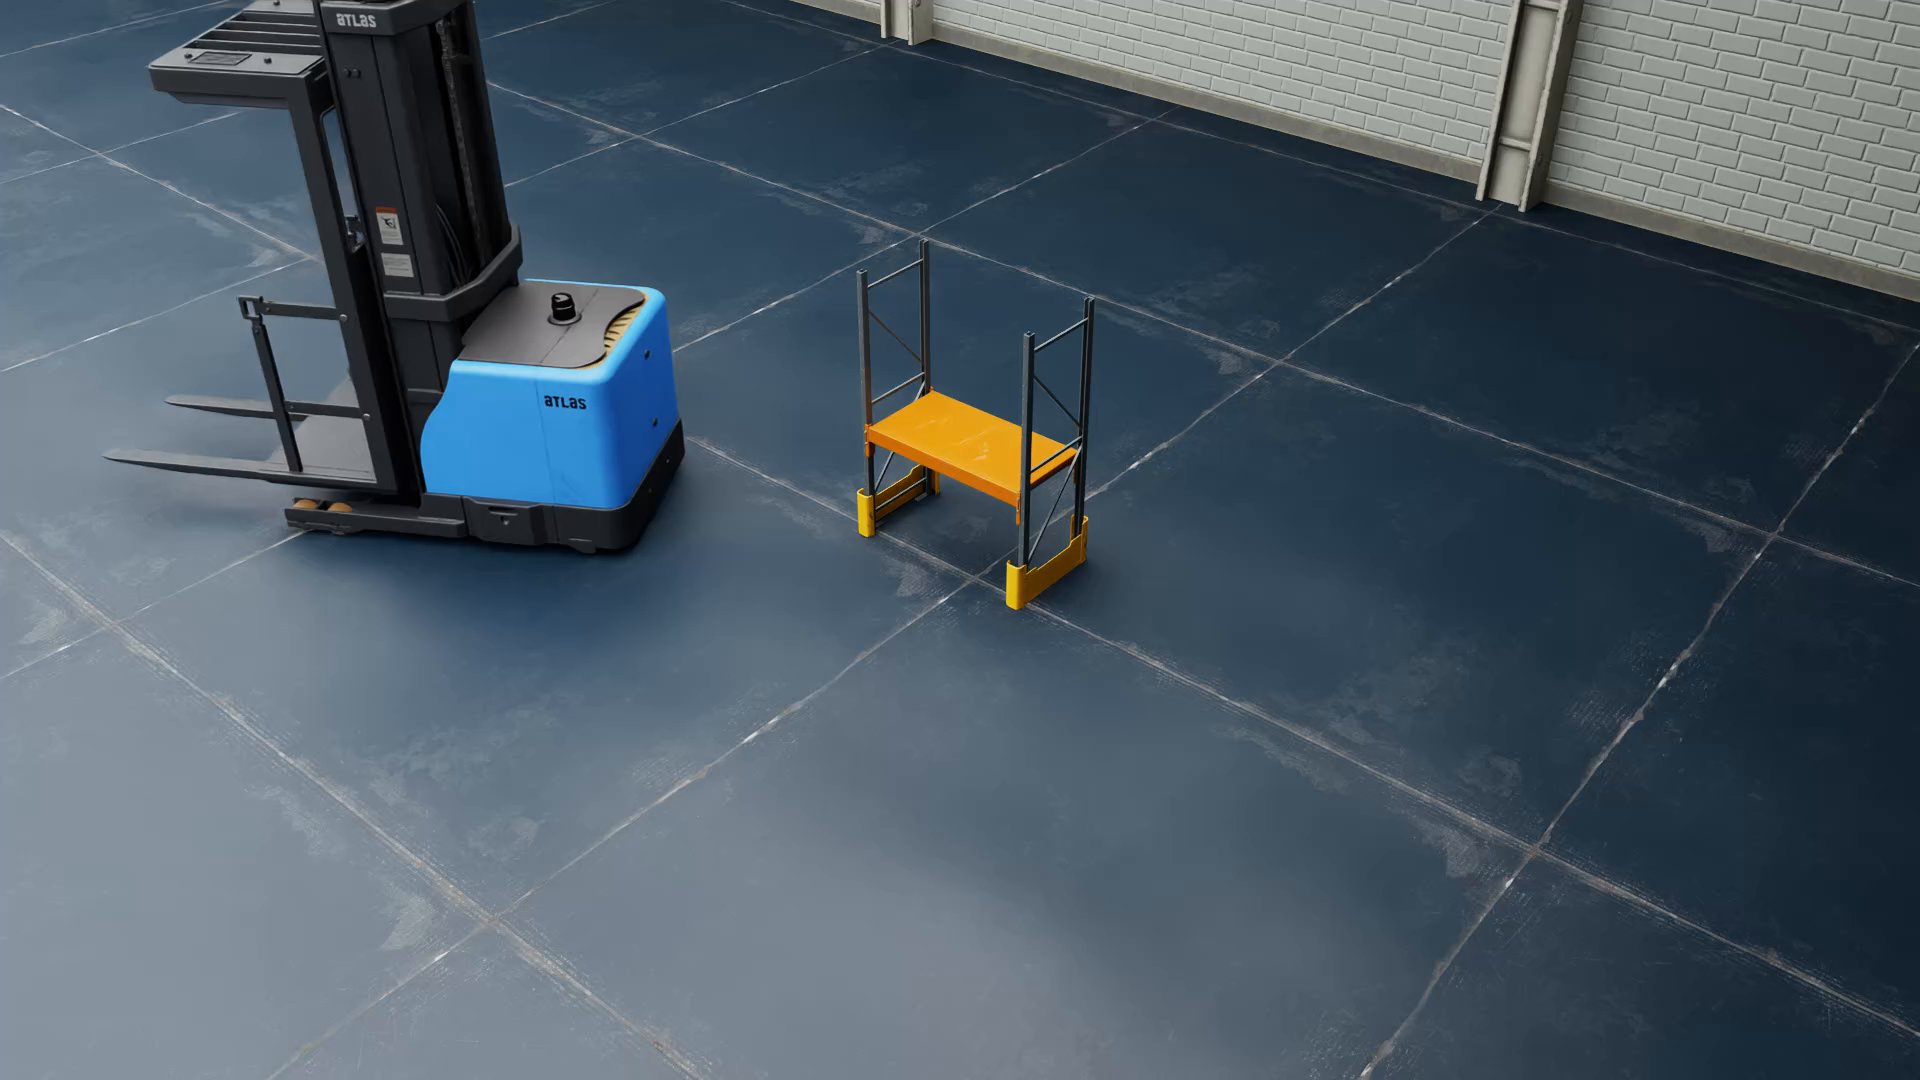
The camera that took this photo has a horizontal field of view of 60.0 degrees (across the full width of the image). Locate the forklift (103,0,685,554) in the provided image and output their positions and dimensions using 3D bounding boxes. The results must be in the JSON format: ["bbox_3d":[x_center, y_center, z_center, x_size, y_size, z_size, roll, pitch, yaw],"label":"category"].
[{"bbox_3d":[-3.106,-1.525,8.381,3.031,2.935,1.130,5,35,8],"label":"forklift"}]

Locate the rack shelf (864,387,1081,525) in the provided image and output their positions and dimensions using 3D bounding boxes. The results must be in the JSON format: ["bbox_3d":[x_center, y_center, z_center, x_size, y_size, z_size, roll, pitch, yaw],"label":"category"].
[{"bbox_3d":[0.066,-0.439,8.382,1.000,0.185,0.538,25,42,32],"label":"rack shelf"}]

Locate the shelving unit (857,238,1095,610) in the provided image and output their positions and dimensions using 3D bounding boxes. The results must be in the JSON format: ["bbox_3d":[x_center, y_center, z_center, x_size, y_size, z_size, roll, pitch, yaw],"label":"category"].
[{"bbox_3d":[0.059,-0.591,8.285,1.083,1.500,0.587,25,42,32],"label":"shelving unit"}]

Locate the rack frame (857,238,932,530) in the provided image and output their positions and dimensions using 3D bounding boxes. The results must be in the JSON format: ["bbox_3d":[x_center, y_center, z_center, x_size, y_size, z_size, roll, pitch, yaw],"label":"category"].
[{"bbox_3d":[-0.325,-0.771,8.549,0.032,1.500,0.500,25,42,32],"label":"rack frame"}]

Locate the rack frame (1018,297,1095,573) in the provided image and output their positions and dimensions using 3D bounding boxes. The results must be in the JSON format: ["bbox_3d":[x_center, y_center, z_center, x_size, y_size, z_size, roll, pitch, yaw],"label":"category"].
[{"bbox_3d":[0.456,-0.403,8.012,0.032,1.500,0.500,25,42,32],"label":"rack frame"}]

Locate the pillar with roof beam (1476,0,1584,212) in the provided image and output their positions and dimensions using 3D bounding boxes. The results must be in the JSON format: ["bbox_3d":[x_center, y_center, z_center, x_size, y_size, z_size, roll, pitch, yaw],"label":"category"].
[{"bbox_3d":[1.362,-4.392,7.196,0.400,9.000,9.100,25,42,32],"label":"pillar with roof beam"}]

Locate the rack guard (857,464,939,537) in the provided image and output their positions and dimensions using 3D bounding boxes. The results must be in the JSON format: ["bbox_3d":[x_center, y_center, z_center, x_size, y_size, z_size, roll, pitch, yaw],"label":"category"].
[{"bbox_3d":[-0.324,-0.256,8.902,0.087,0.250,0.587,25,42,32],"label":"rack guard"}]

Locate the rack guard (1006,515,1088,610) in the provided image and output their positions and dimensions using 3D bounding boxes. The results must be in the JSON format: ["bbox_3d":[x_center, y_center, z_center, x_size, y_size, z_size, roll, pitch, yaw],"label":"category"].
[{"bbox_3d":[0.441,0.105,8.376,0.087,0.250,0.587,25,42,32],"label":"rack guard"}]

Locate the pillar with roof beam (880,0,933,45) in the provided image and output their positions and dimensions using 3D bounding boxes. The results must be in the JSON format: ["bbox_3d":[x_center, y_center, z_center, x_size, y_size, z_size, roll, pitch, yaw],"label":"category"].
[{"bbox_3d":[-3.249,-6.565,10.361,0.400,9.000,9.100,25,42,32],"label":"pillar with roof beam"}]
